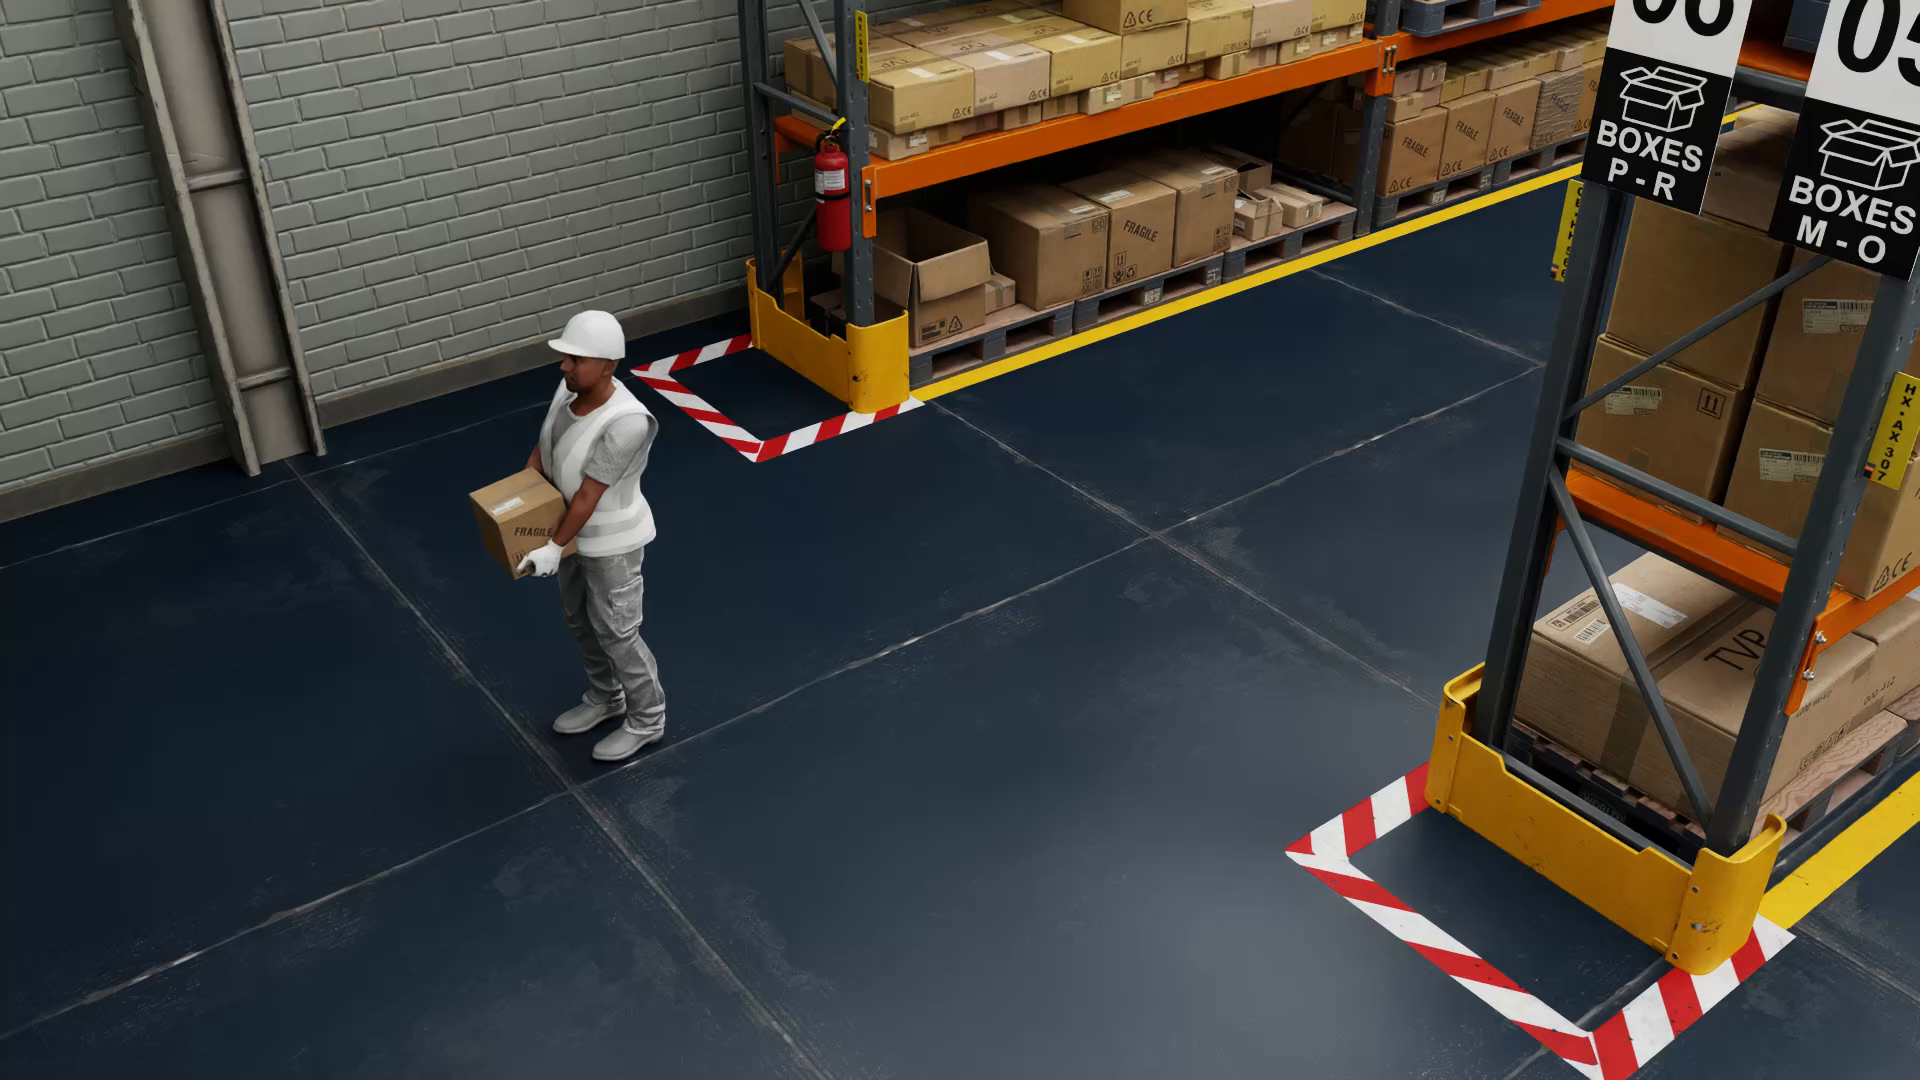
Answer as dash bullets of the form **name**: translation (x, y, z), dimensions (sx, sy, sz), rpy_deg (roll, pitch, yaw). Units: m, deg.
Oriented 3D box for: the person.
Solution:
- **person**: translation (-1.398, 0.021, 6.088), dimensions (0.574, 1.778, 0.487), rpy_deg (-22, 38, -31)
